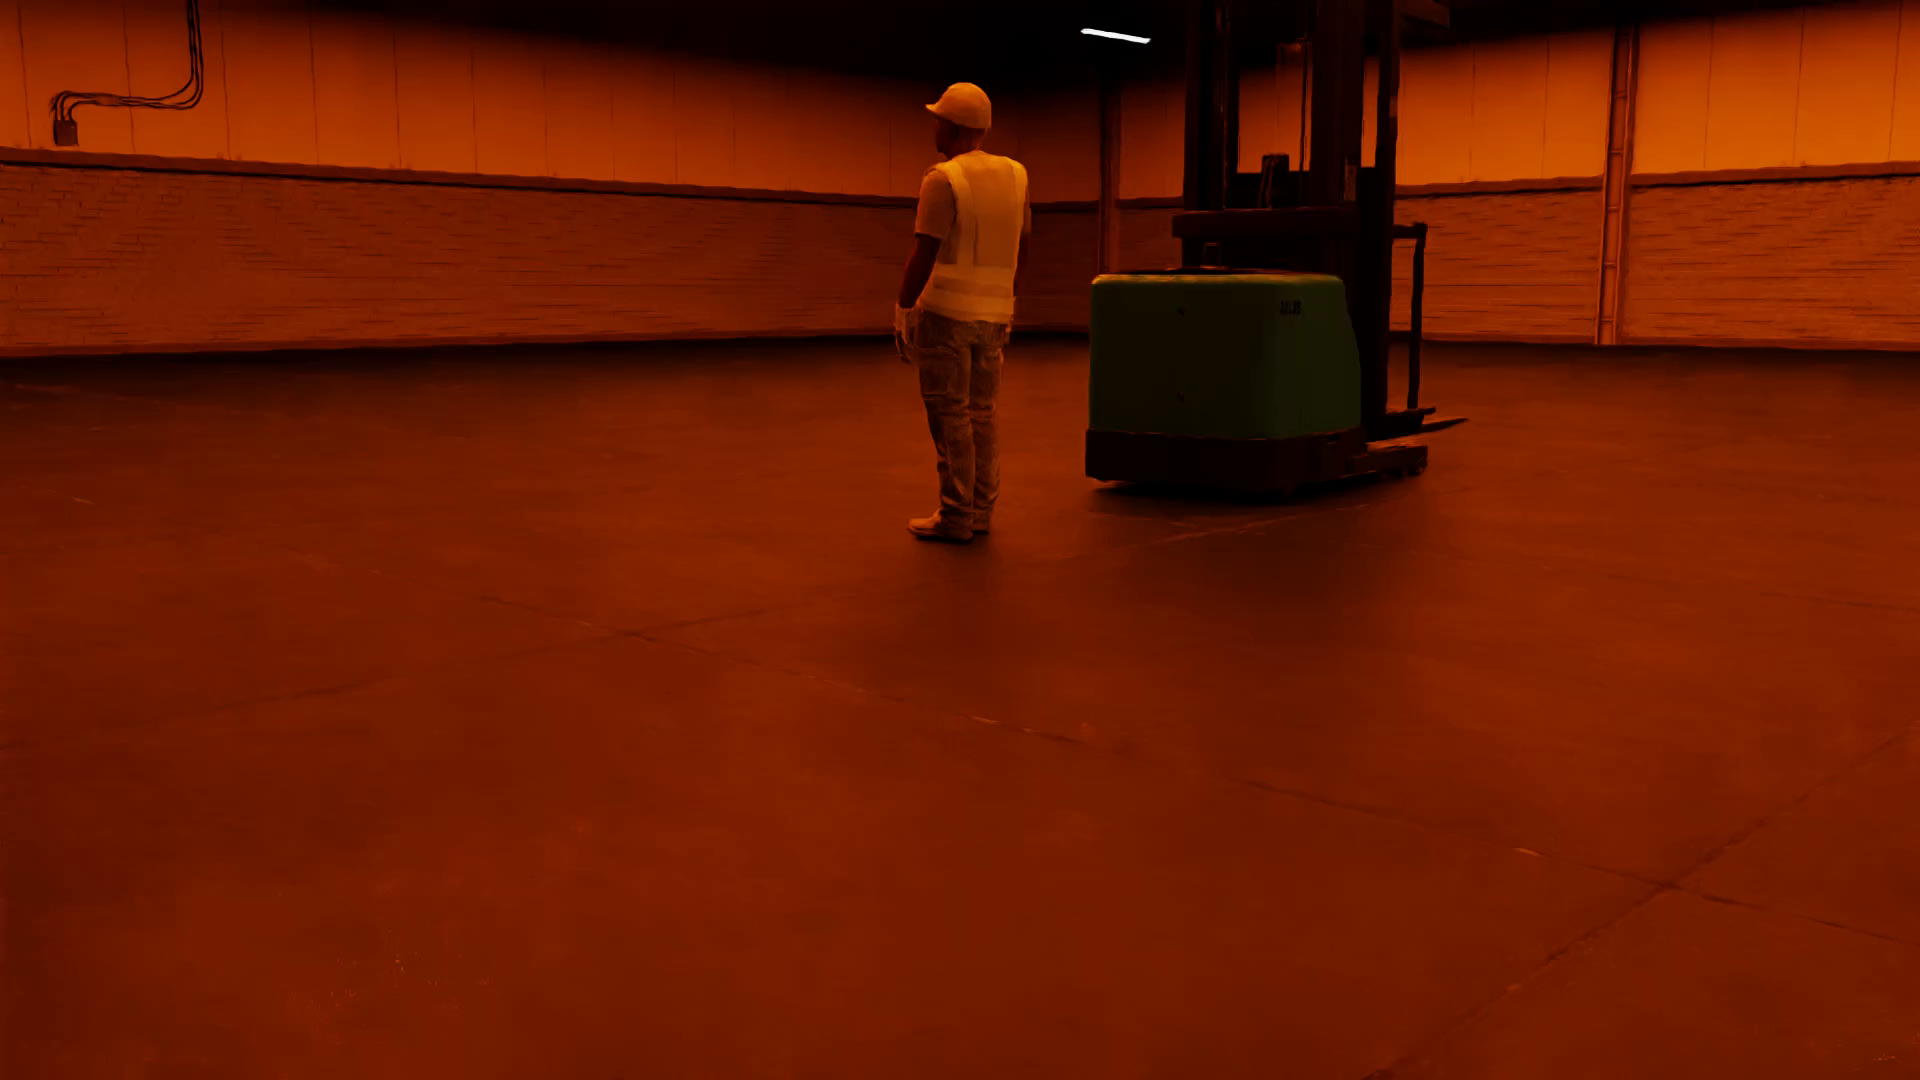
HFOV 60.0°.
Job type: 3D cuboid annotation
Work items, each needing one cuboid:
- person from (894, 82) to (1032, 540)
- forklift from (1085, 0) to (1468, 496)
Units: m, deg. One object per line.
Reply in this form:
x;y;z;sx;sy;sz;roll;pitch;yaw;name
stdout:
-0.046;-0.897;6.639;0.576;1.782;0.655;8;12;43;person
1.926;-1.830;9.029;1.130;2.935;3.031;7;11;37;forklift
